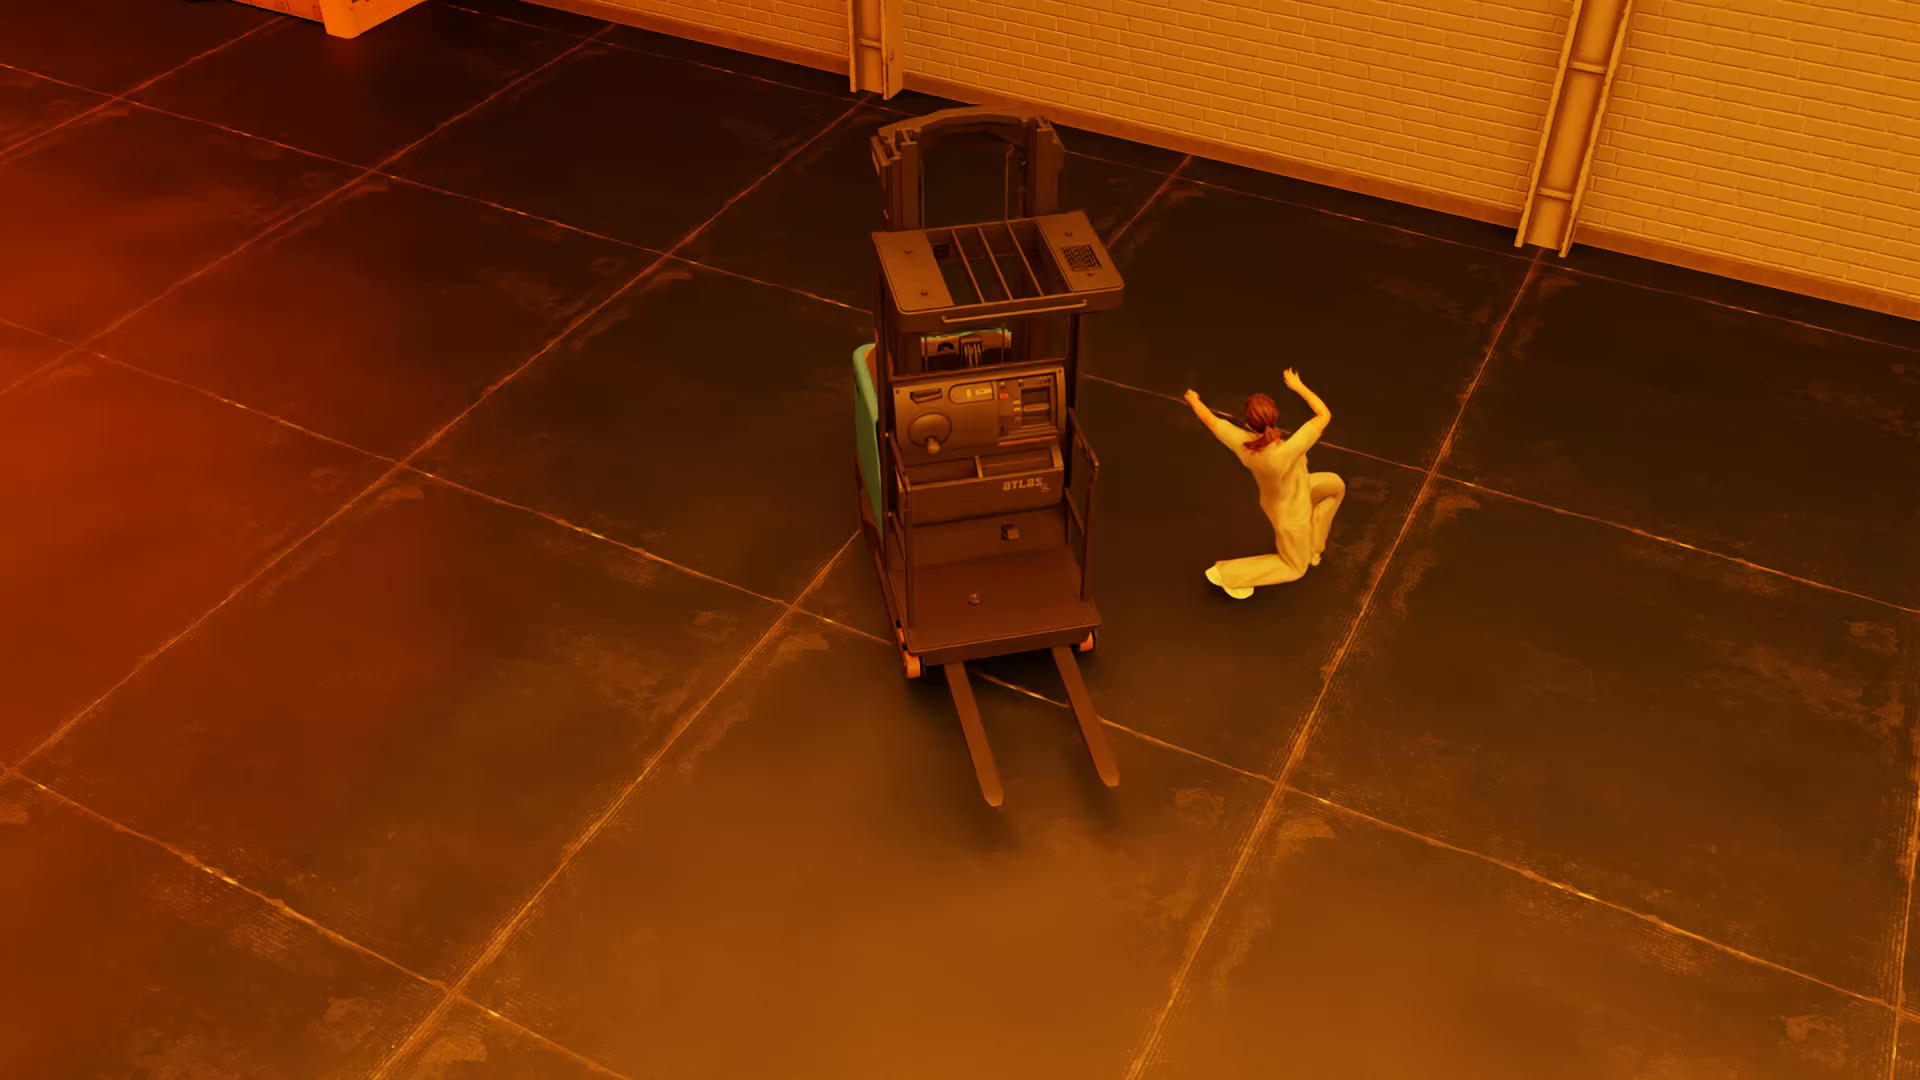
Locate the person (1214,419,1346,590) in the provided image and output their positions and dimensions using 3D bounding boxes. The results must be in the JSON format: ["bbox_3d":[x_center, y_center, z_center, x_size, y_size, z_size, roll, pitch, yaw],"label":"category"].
[{"bbox_3d":[1.891,-0.293,9.549,0.823,1.217,0.535,-14,42,-16],"label":"person"}]

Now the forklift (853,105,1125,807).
[{"bbox_3d":[0.156,-0.613,8.714,1.130,2.935,3.031,-8,41,-9],"label":"forklift"}]
